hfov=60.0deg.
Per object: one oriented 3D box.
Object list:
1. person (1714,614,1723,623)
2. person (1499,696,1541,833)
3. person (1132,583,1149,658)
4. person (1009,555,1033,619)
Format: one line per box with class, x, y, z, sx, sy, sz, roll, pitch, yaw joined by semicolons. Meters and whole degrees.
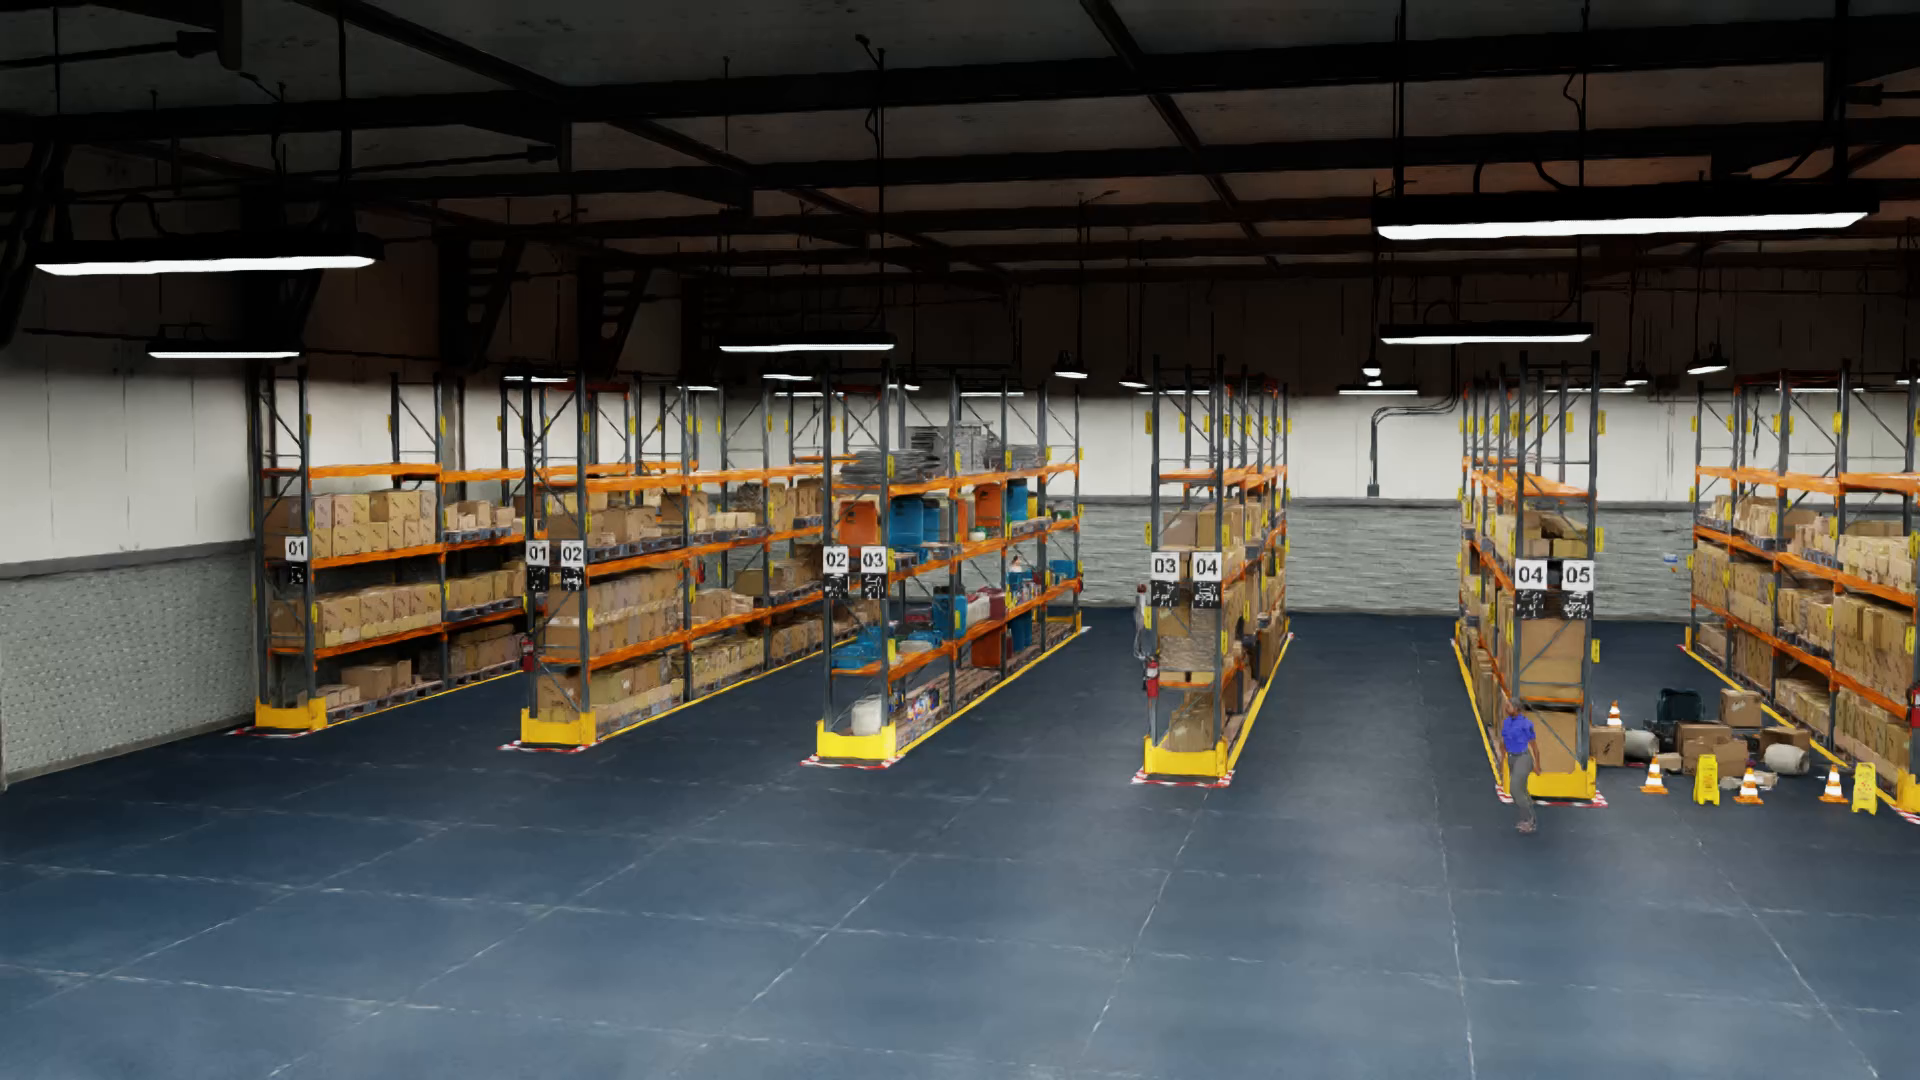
person;18.214;1.431;39.325;0.682;1.713;0.840;0;4;-2
person;6.931;2.752;20.549;0.473;1.641;0.570;-1;4;-18
person;3.916;1.721;35.798;0.420;1.602;0.506;-1;4;-11
person;1.485;1.214;42.708;0.687;1.658;0.564;-3;5;-39
